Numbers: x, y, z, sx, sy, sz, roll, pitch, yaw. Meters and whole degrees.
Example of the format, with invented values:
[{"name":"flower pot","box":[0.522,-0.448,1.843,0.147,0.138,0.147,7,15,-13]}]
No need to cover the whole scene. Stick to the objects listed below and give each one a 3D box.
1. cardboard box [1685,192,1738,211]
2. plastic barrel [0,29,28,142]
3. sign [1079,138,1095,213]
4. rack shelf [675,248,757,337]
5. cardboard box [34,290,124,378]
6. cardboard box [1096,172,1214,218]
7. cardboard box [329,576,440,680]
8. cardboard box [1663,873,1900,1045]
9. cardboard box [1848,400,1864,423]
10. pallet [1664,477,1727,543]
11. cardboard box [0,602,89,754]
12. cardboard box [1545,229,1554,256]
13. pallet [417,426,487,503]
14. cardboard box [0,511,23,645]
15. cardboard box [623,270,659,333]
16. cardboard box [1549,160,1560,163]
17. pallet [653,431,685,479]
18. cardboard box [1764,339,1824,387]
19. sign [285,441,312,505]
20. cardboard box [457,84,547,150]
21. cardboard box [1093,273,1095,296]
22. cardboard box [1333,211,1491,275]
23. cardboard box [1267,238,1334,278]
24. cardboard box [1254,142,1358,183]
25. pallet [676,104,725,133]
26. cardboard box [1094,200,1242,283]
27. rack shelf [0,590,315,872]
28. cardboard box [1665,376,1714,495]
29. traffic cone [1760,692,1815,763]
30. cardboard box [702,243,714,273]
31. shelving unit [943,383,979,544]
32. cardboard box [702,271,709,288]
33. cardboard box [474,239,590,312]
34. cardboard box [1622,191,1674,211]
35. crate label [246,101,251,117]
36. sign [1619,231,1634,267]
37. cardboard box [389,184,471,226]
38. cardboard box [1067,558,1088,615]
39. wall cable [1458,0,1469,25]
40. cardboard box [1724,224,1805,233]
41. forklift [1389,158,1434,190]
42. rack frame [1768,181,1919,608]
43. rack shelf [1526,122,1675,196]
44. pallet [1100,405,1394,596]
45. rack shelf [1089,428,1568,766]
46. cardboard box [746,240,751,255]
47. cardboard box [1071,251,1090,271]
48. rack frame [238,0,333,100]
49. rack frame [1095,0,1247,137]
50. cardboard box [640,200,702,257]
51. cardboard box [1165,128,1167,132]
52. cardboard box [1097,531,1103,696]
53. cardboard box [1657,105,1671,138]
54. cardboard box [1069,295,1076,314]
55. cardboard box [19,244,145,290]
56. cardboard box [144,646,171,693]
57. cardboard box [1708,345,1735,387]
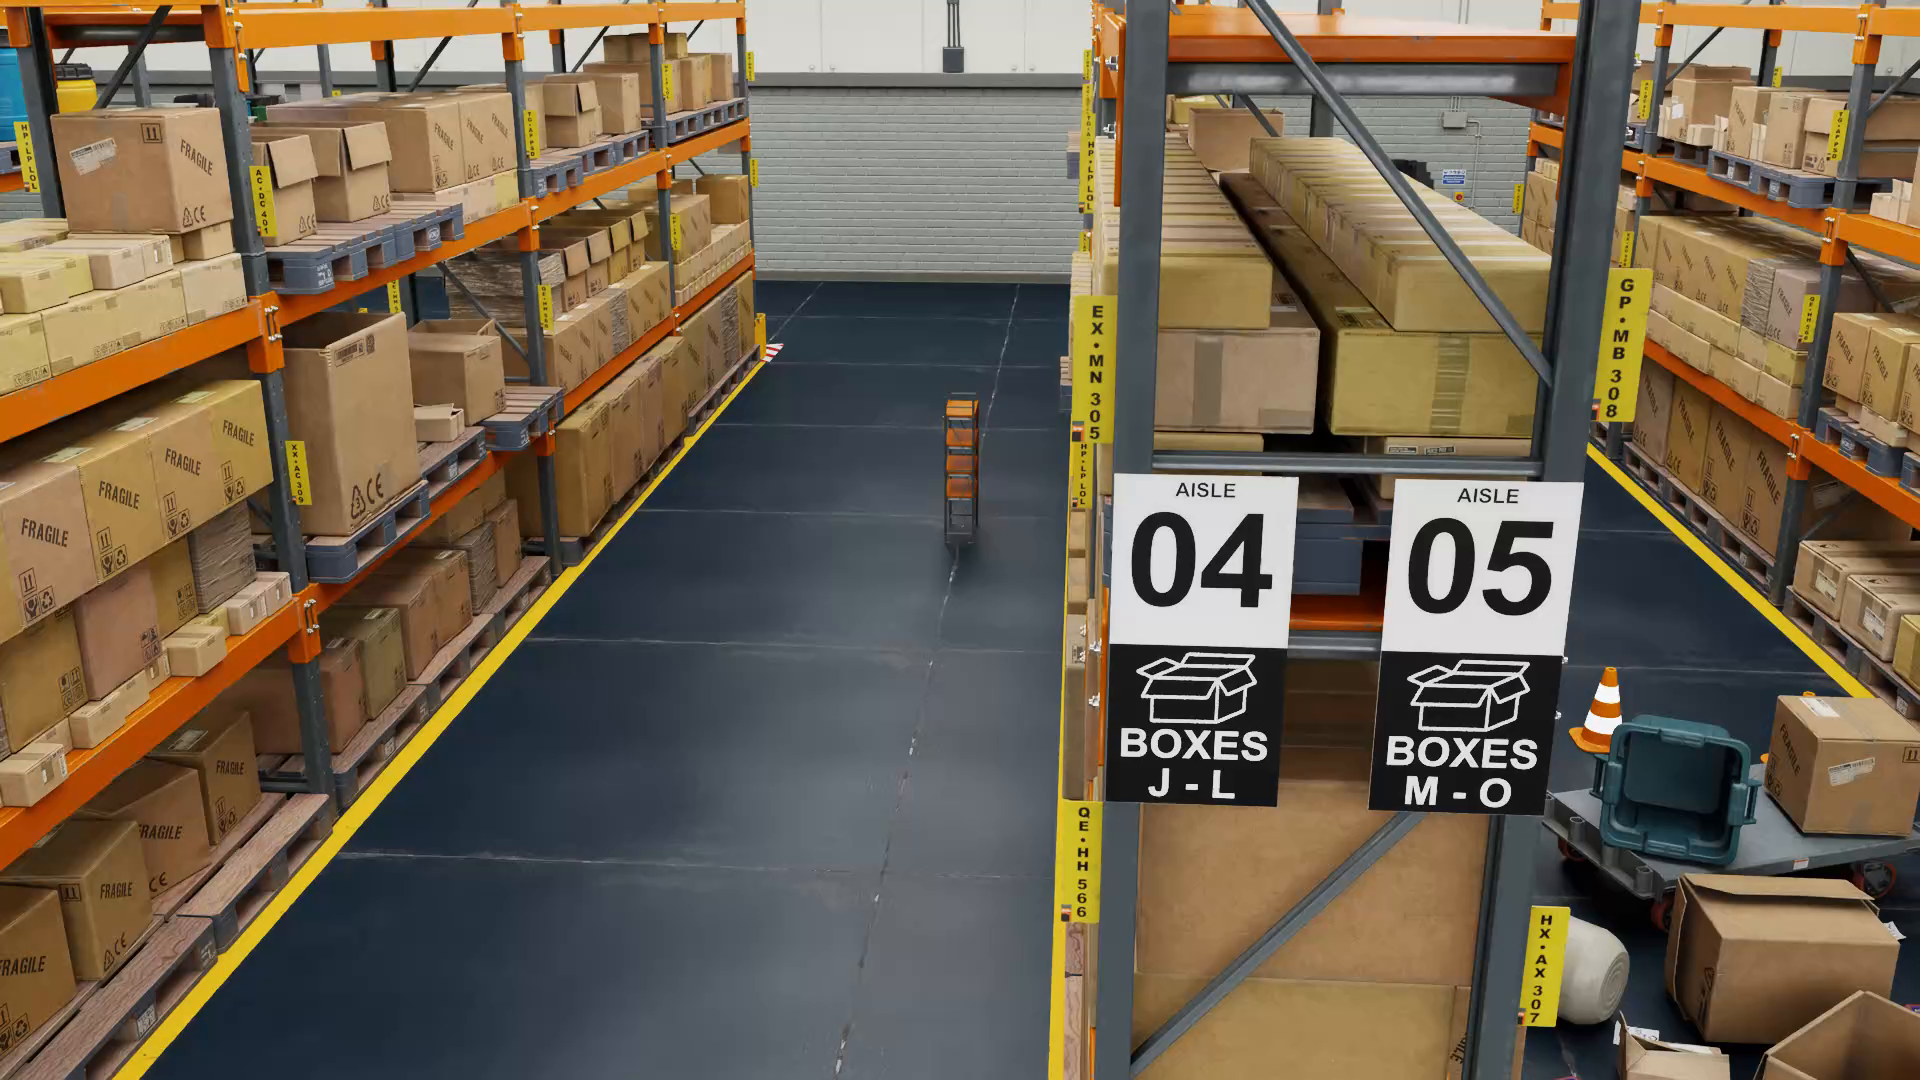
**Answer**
[{"name":"cardboard box","box":[6.922,-3.116,15.307,0.380,0.149,0.250,1,18,3]},{"name":"plastic barrel","box":[-8.154,-3.854,14.071,0.600,0.901,0.708,1,18,4]},{"name":"sign","box":[0.581,-1.617,7.387,0.100,0.325,0.005,1,18,4]},{"name":"rack shelf","box":[-3.100,-2.693,17.980,1.077,0.370,4.000,1,18,4]},{"name":"cardboard box","box":[-3.669,-0.816,6.518,0.500,0.250,0.500,1,18,4]},{"name":"cardboard box","box":[0.649,-1.141,5.559,0.380,0.149,0.250,1,18,4]},{"name":"cardboard box","box":[-3.659,0.538,10.272,0.700,0.500,0.500,0,18,-1]},{"name":"cardboard box","box":[3.440,1.763,7.015,0.797,0.637,0.503,1,18,4]},{"name":"cardboard box","box":[6.092,-0.847,10.919,0.380,0.149,0.250,0,18,1]},{"name":"pallet","box":[6.576,-0.246,13.835,1.003,0.211,1.213,1,18,4]},{"name":"cardboard box","box":[-3.994,0.487,6.482,0.875,0.500,0.500,1,18,4]},{"name":"cardboard box","box":[6.544,-3.024,17.675,0.500,0.500,0.500,1,18,4]},{"name":"pallet","box":[-3.631,-0.465,10.332,1.003,0.211,1.213,1,18,4]},{"name":"cardboard box","box":[-3.715,0.174,5.831,0.500,0.500,0.500,1,18,4]},{"name":"cardboard box","box":[-3.047,-2.156,15.026,0.500,0.500,0.500,2,18,6]},{"name":"cardboard box","box":[6.678,-4.079,18.245,0.380,0.149,0.250,2,18,5]},{"name":"pallet","box":[-3.224,-0.847,15.670,1.003,0.211,1.213,1,18,4]},{"name":"cardboard box","box":[6.135,-1.273,11.928,0.500,0.250,0.500,1,18,4]},{"name":"sign","box":[-3.275,-0.331,8.225,0.100,0.325,0.005,1,18,4]},{"name":"cardboard box","box":[-3.584,-3.305,13.040,0.500,0.500,0.500,2,18,7]},{"name":"cardboard box","box":[0.687,-0.919,6.161,0.380,0.149,0.250,1,18,3]},{"name":"cardboard box","box":[1.233,-0.809,4.546,0.380,0.149,0.250,1,18,4]},{"name":"cardboard box","box":[1.197,-0.746,4.993,0.500,0.250,0.500,1,18,3]},{"name":"cardboard box","box":[1.396,-1.520,6.715,0.380,0.149,0.250,1,18,4]},{"name":"pallet","box":[-3.084,-4.429,17.447,1.003,0.211,1.213,1,18,4]},{"name":"cardboard box","box":[0.738,-1.071,5.984,0.500,0.250,0.500,1,18,3]},{"name":"rack shelf","box":[-3.961,1.034,6.606,1.077,0.370,4.000,1,18,4]},{"name":"cardboard box","box":[6.619,-0.907,14.113,0.875,0.875,0.875,2,18,6]},{"name":"traffic cone","box":[4.760,1.081,9.380,0.336,0.463,0.334,1,18,4]},{"name":"cardboard box","box":[-2.877,-2.939,17.339,0.500,0.250,0.500,2,18,5]},{"name":"shelving unit","box":[0.012,-0.622,13.393,0.258,1.200,0.503,1,18,4]},{"name":"cardboard box","box":[-2.818,-2.703,17.260,0.380,0.149,0.250,1,18,3]},{"name":"cardboard box","box":[-3.412,-2.125,13.319,0.797,0.503,0.637,2,18,5]},{"name":"cardboard box","box":[6.345,-3.126,15.339,0.380,0.149,0.250,1,18,3]},{"name":"crate label","box":[-8.286,-4.842,18.805,0.408,0.251,0.502,1,18,4]},{"name":"sign","box":[6.087,-2.654,15.186,0.100,0.325,0.005,1,18,4]},{"name":"cardboard box","box":[-3.381,-2.062,10.323,0.500,0.250,0.500,2,18,5]},{"name":"cardboard box","box":[1.151,0.588,9.749,1.050,0.750,0.750,1,18,4]},{"name":"wall cable","box":[7.054,-8.059,23.565,0.463,3.000,0.029,1,18,4]},{"name":"cardboard box","box":[6.830,-2.410,14.194,0.500,0.500,0.500,2,18,5]},{"name":"forklift","box":[3.286,-1.493,13.271,1.130,2.935,3.031,1,18,3]},{"name":"rack frame","box":[6.354,-0.950,11.506,1.000,3.000,0.127,1,18,4]},{"name":"rack shelf","box":[6.784,-3.897,16.838,1.077,0.370,4.000,1,18,4]},{"name":"pallet","box":[0.879,-0.159,4.415,1.003,0.211,1.213,1,18,4]},{"name":"rack shelf","box":[0.979,-0.249,5.705,1.077,0.370,4.000,1,18,4]},{"name":"cardboard box","box":[-2.654,-3.419,19.443,0.380,0.149,0.250,2,18,5]},{"name":"cardboard box","box":[1.209,-2.523,15.078,0.380,0.149,0.250,2,18,7]},{"name":"rack frame","box":[-7.897,-6.618,19.167,1.000,3.000,0.127,1,18,4]},{"name":"rack frame","box":[1.410,-3.880,10.813,1.000,3.000,0.127,1,18,4]},{"name":"cardboard box","box":[-2.911,-3.136,16.735,0.500,0.500,0.500,1,18,4]},{"name":"cardboard box","box":[1.197,-2.685,11.823,0.500,0.500,0.500,1,18,4]},{"name":"cardboard box","box":[0.933,0.245,5.883,0.875,0.550,0.500,1,18,4]},{"name":"cardboard box","box":[6.256,-3.606,14.335,0.396,0.266,0.258,1,18,3]},{"name":"cardboard box","box":[1.042,-1.797,12.864,0.380,0.149,0.250,2,18,6]},{"name":"cardboard box","box":[-3.588,-1.118,6.802,0.380,0.149,0.250,1,18,2]},{"name":"cardboard box","box":[-3.701,0.572,7.263,0.380,0.149,0.250,1,18,4]},{"name":"cardboard box","box":[6.204,-1.357,12.988,0.500,0.250,0.500,1,18,3]}]
